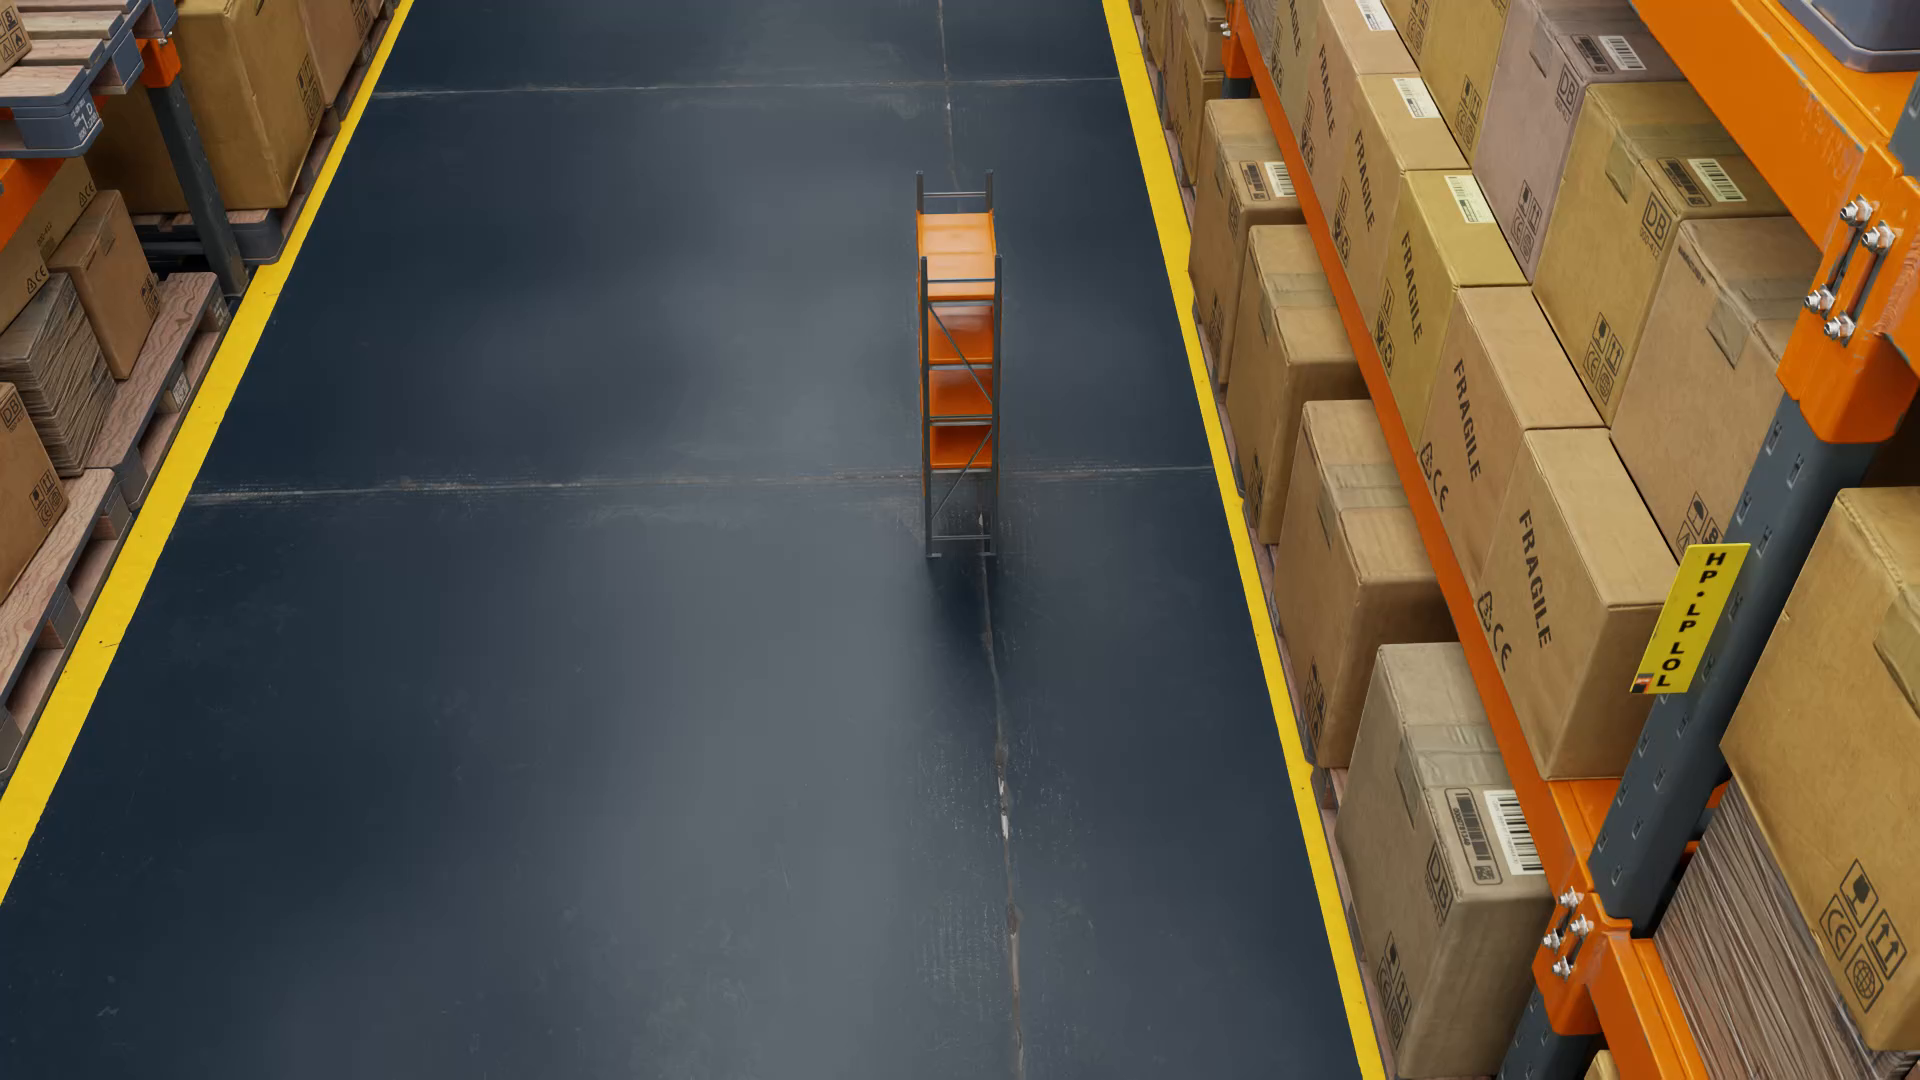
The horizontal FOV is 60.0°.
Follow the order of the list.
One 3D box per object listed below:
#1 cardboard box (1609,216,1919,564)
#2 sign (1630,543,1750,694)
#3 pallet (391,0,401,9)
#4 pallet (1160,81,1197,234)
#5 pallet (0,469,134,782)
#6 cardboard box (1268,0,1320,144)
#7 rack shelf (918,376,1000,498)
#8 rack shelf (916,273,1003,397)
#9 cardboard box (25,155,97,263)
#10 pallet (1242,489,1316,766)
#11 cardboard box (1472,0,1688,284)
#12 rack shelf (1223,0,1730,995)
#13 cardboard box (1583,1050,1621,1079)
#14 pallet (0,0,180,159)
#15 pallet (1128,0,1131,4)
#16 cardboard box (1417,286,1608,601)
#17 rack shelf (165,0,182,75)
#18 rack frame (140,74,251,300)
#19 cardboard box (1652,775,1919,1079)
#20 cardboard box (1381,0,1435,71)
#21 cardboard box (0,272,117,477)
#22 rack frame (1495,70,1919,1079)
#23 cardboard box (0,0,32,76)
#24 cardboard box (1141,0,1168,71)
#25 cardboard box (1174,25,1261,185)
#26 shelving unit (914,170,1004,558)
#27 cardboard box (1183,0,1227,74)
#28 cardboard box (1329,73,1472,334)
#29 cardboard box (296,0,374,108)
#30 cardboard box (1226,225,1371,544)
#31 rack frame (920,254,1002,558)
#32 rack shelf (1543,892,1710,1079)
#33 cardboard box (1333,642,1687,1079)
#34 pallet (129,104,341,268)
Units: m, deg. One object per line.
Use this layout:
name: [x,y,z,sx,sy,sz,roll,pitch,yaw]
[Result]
cardboard box: [1.652,-0.238,2.975,0.700,0.500,0.500,-2,43,-3]
sign: [1.138,0.127,2.593,0.100,0.325,0.005,-2,43,-2]
pallet: [-3.512,-3.277,9.169,1.003,0.211,1.213,-2,43,-2]
pallet: [1.478,-1.697,7.445,1.003,0.211,1.213,-2,43,-2]
pallet: [-3.370,0.254,5.317,1.003,0.211,1.213,-2,43,-2]
cardboard box: [1.283,-1.580,5.180,0.500,0.500,0.500,-2,43,-2]
rack shelf: [-0.007,-0.358,5.646,0.258,0.148,0.480,-2,43,-2]
rack shelf: [-0.007,-0.669,5.361,0.258,0.148,0.480,-2,43,-2]
cardboard box: [-3.392,-1.189,5.797,0.500,0.250,0.500,0,43,0]
pallet: [1.517,0.186,5.390,1.003,0.211,1.213,-2,43,-2]
cardboard box: [1.608,-0.926,3.726,0.700,0.500,0.500,-1,43,-1]
rack shelf: [1.594,-0.582,4.698,1.077,0.370,4.000,-2,43,-2]
cardboard box: [1.636,1.558,3.092,0.875,0.875,0.875,-1,43,-1]
pallet: [-3.314,-1.575,5.390,1.213,0.211,1.003,-2,43,-2]
pallet: [1.374,-3.344,9.242,1.003,0.211,1.213,-2,43,-2]
cardboard box: [1.369,-0.220,3.696,0.500,0.500,0.500,-2,43,-2]
rack shelf: [-3.535,-3.208,7.563,1.077,0.370,4.000,-2,43,-2]
rack frame: [-3.450,-2.123,5.847,1.000,3.000,0.127,-2,43,-2]
cardboard box: [1.707,0.696,2.660,0.875,0.550,0.550,-2,43,-2]
cardboard box: [1.565,-1.612,4.475,0.700,0.500,0.500,-2,43,-2]
cardboard box: [-3.365,-0.538,5.642,0.700,0.500,0.500,-5,43,-5]
rack frame: [1.676,0.503,2.981,0.949,2.616,0.053,-2,43,-2]
cardboard box: [-3.264,-1.578,4.867,0.700,0.500,0.500,4,43,5]
cardboard box: [1.163,-2.575,7.878,0.500,0.500,0.500,-3,43,-4]
cardboard box: [1.220,-1.868,7.107,0.500,0.500,0.500,-2,43,-2]
shelving unit: [-0.007,-0.554,5.466,0.258,1.200,0.503,-2,43,-2]
cardboard box: [1.219,-2.162,6.872,0.500,0.250,0.500,-3,43,-3]
cardboard box: [1.323,-0.904,4.442,0.500,0.500,0.500,-2,43,-2]
cardboard box: [-3.489,-2.564,7.588,1.225,0.875,0.875,-2,43,-2]
cardboard box: [1.486,-0.519,5.451,1.050,0.750,0.750,-1,43,-1]
rack frame: [0.003,-0.389,5.287,0.240,1.200,0.015,-2,43,-2]
rack shelf: [1.764,2.118,1.752,1.077,0.370,4.000,-2,43,-2]
cardboard box: [1.563,0.761,4.054,1.050,0.750,0.750,-2,43,-2]
pallet: [-3.408,-1.630,7.372,1.003,0.211,1.213,-2,43,-2]
